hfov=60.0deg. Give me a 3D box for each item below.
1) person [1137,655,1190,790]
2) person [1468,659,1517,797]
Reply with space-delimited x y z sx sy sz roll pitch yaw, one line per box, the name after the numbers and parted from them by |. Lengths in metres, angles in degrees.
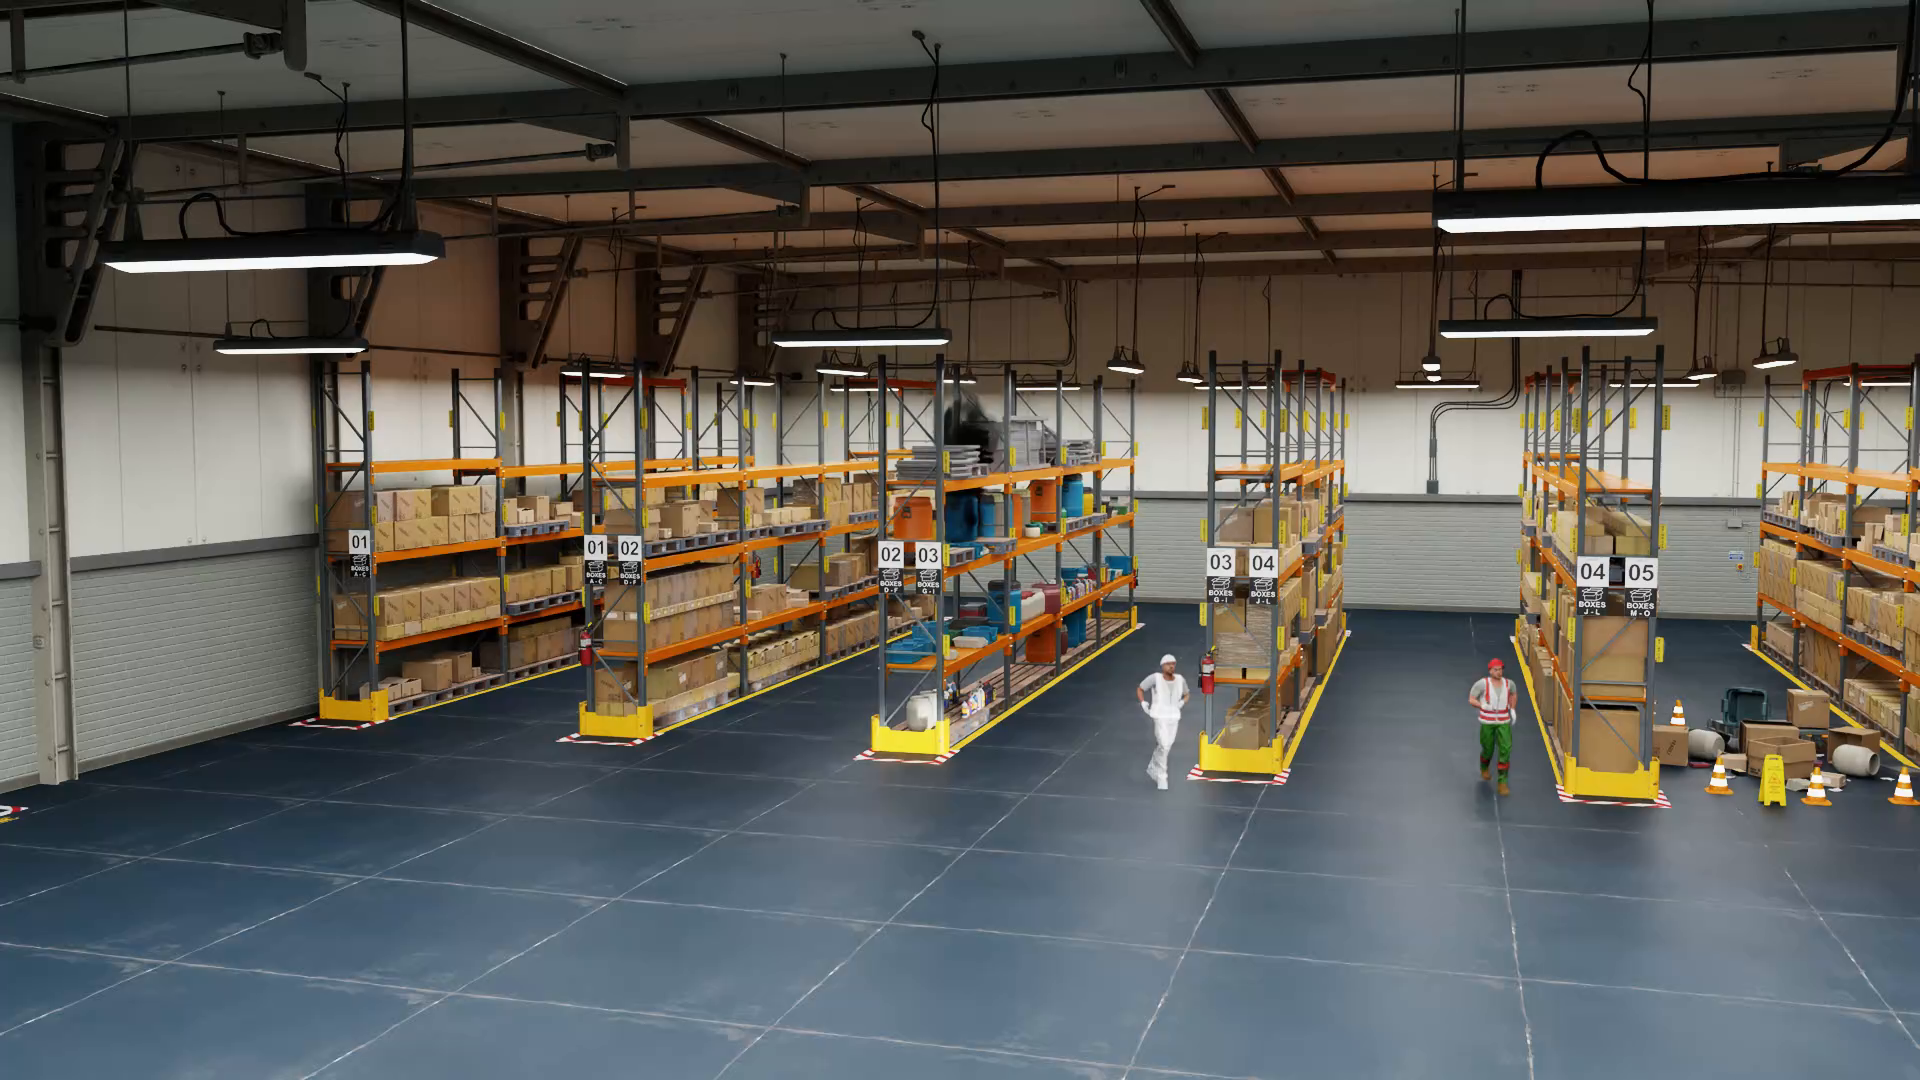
2.831 2.491 22.911 0.717 1.851 0.658 -1 4 -20 | person
7.258 2.496 22.610 0.686 1.798 0.960 0 4 5 | person
